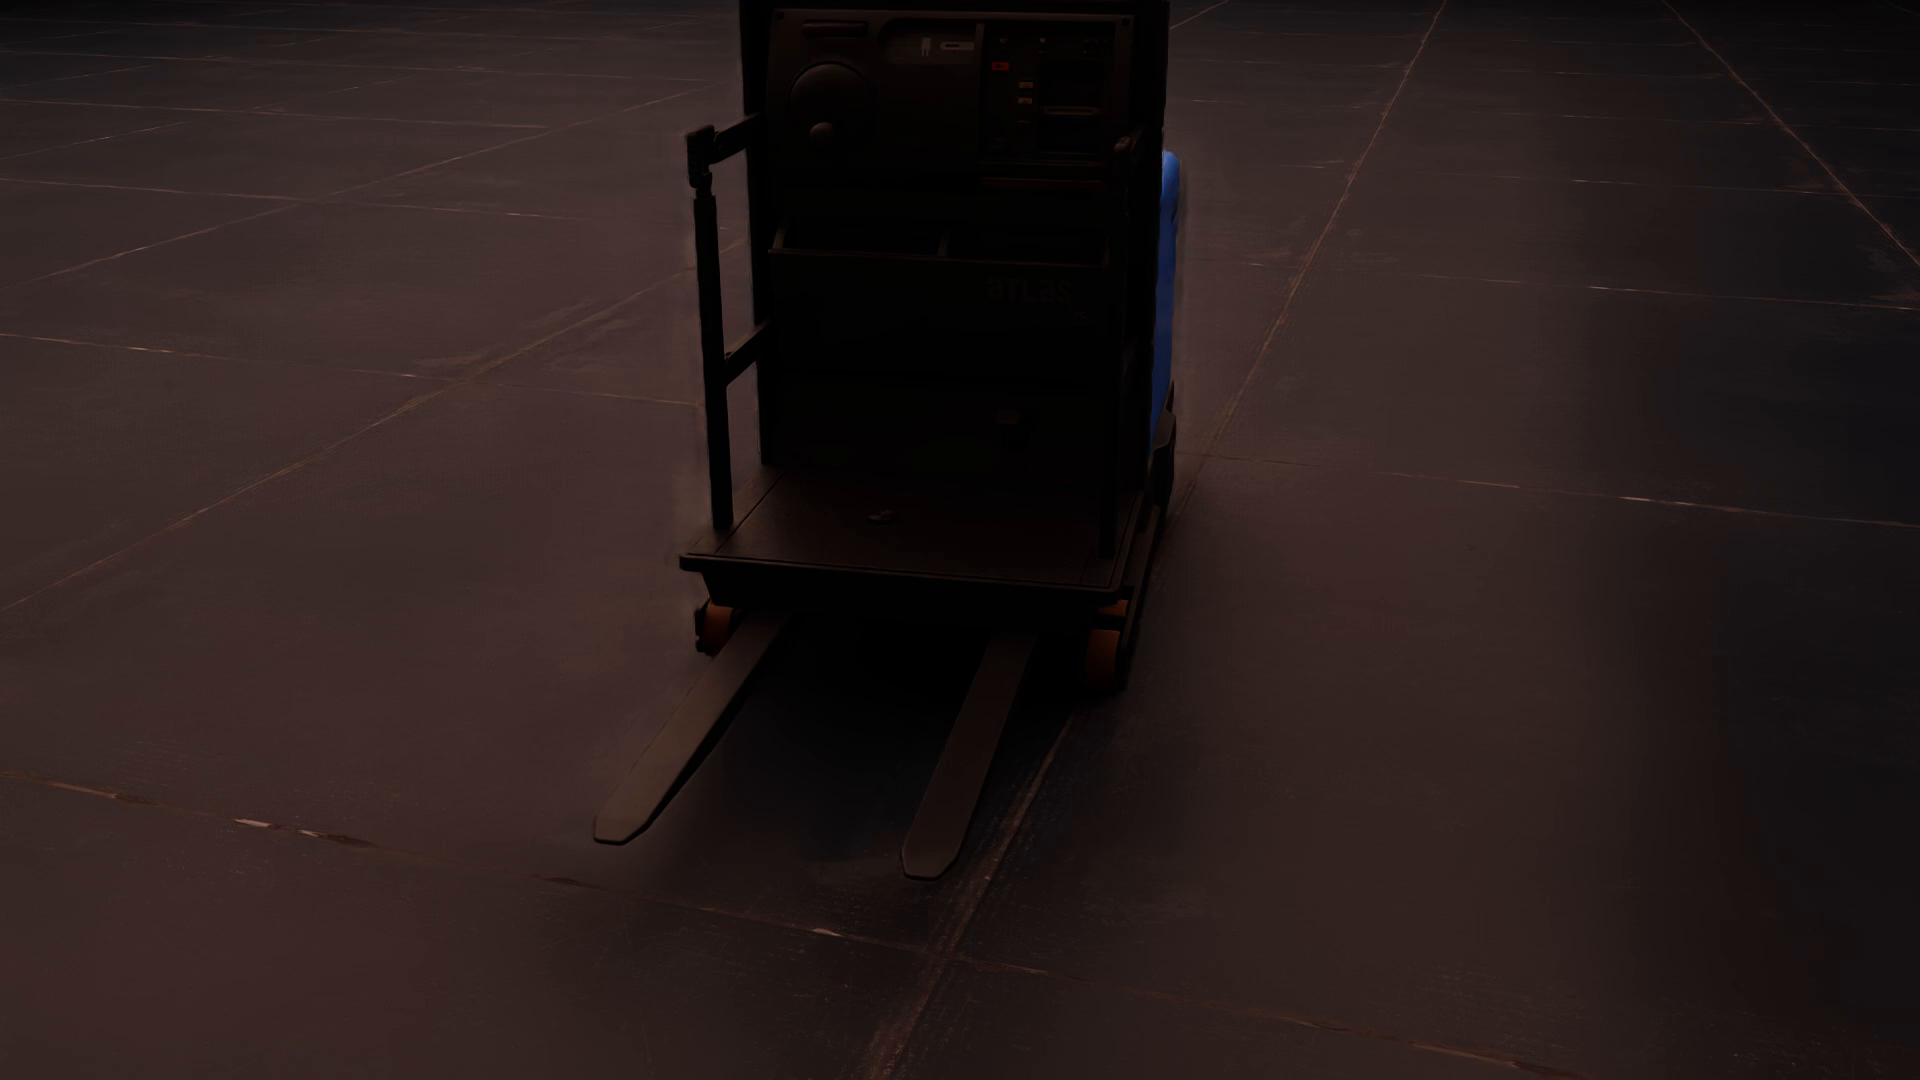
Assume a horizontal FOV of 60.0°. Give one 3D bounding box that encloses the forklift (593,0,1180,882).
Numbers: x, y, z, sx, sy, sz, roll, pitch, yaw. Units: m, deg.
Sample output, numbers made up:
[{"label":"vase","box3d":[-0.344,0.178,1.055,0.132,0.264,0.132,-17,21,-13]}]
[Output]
[{"label":"forklift","box3d":[-0.071,-1.121,3.994,1.130,2.935,3.031,4,23,10]}]
